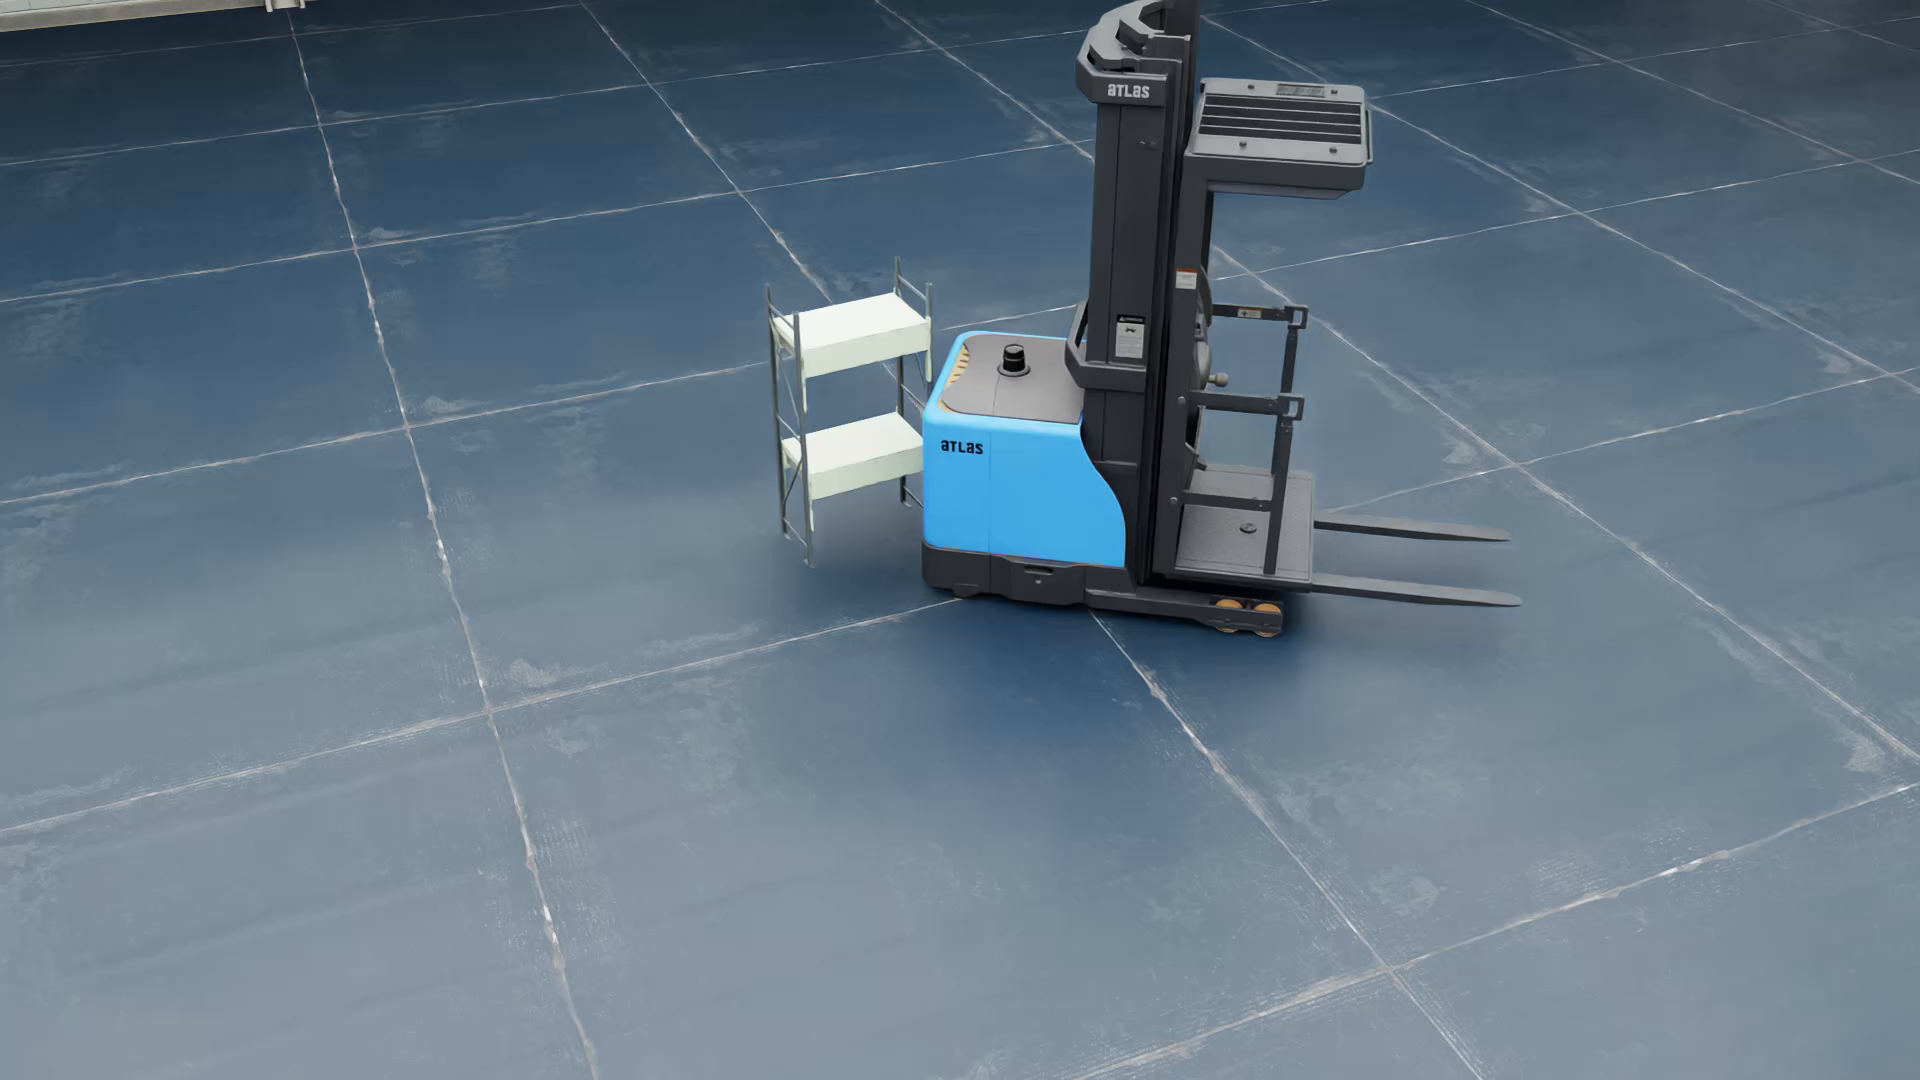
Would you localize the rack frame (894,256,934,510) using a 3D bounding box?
[{"bbox_3d":[-0.240,-0.758,8.957,0.023,1.500,0.400,-16,36,-23],"label":"rack frame"}]

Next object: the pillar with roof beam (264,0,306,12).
[{"bbox_3d":[-5.674,-7.416,12.314,0.400,9.000,9.100,-13,35,-19],"label":"pillar with roof beam"}]

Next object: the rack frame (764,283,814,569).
[{"bbox_3d":[-0.888,-0.571,8.671,0.023,1.500,0.400,-16,36,-23],"label":"rack frame"}]

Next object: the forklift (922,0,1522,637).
[{"bbox_3d":[1.370,-1.055,8.102,3.031,2.935,1.130,6,34,9],"label":"forklift"}]

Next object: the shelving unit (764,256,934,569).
[{"bbox_3d":[-0.564,-0.664,8.814,0.755,1.500,0.431,-16,36,-23],"label":"shelving unit"}]

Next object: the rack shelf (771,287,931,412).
[{"bbox_3d":[-0.564,-0.992,8.601,0.720,0.370,0.431,-16,36,-23],"label":"rack shelf"}]

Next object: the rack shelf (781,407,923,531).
[{"bbox_3d":[-0.564,-0.391,8.992,0.720,0.370,0.431,-16,36,-23],"label":"rack shelf"}]
